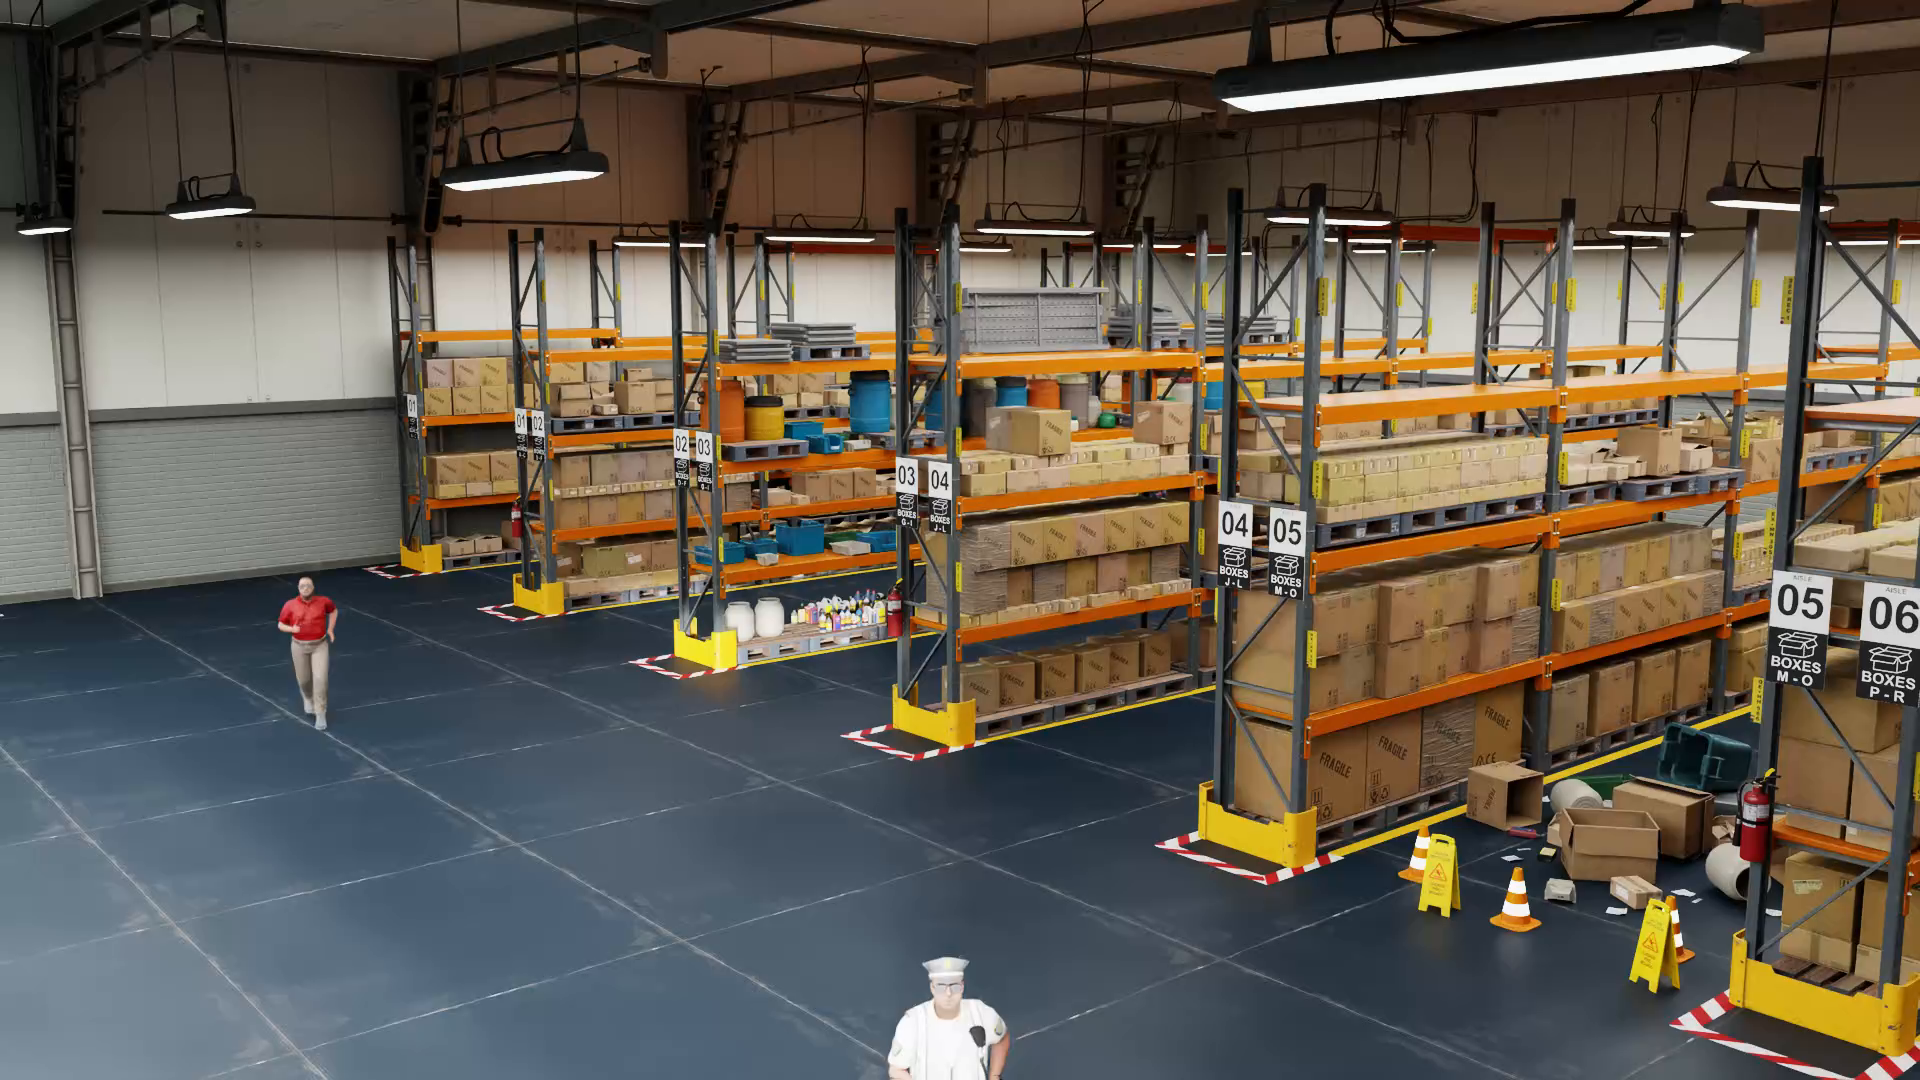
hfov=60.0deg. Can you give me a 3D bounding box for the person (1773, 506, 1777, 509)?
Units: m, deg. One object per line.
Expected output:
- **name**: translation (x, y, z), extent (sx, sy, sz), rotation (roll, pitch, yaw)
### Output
- **person**: translation (12.592, 0.345, 25.761), extent (1.020, 1.770, 0.725), rotation (-7, 11, -39)

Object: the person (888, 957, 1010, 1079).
- **person**: translation (-0.046, 3.014, 8.545), extent (0.643, 1.810, 0.676), rotation (0, 9, -2)

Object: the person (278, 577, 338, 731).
- **person**: translation (-7.669, 1.295, 19.613), extent (0.659, 1.740, 0.966), rotation (-3, 9, -20)
